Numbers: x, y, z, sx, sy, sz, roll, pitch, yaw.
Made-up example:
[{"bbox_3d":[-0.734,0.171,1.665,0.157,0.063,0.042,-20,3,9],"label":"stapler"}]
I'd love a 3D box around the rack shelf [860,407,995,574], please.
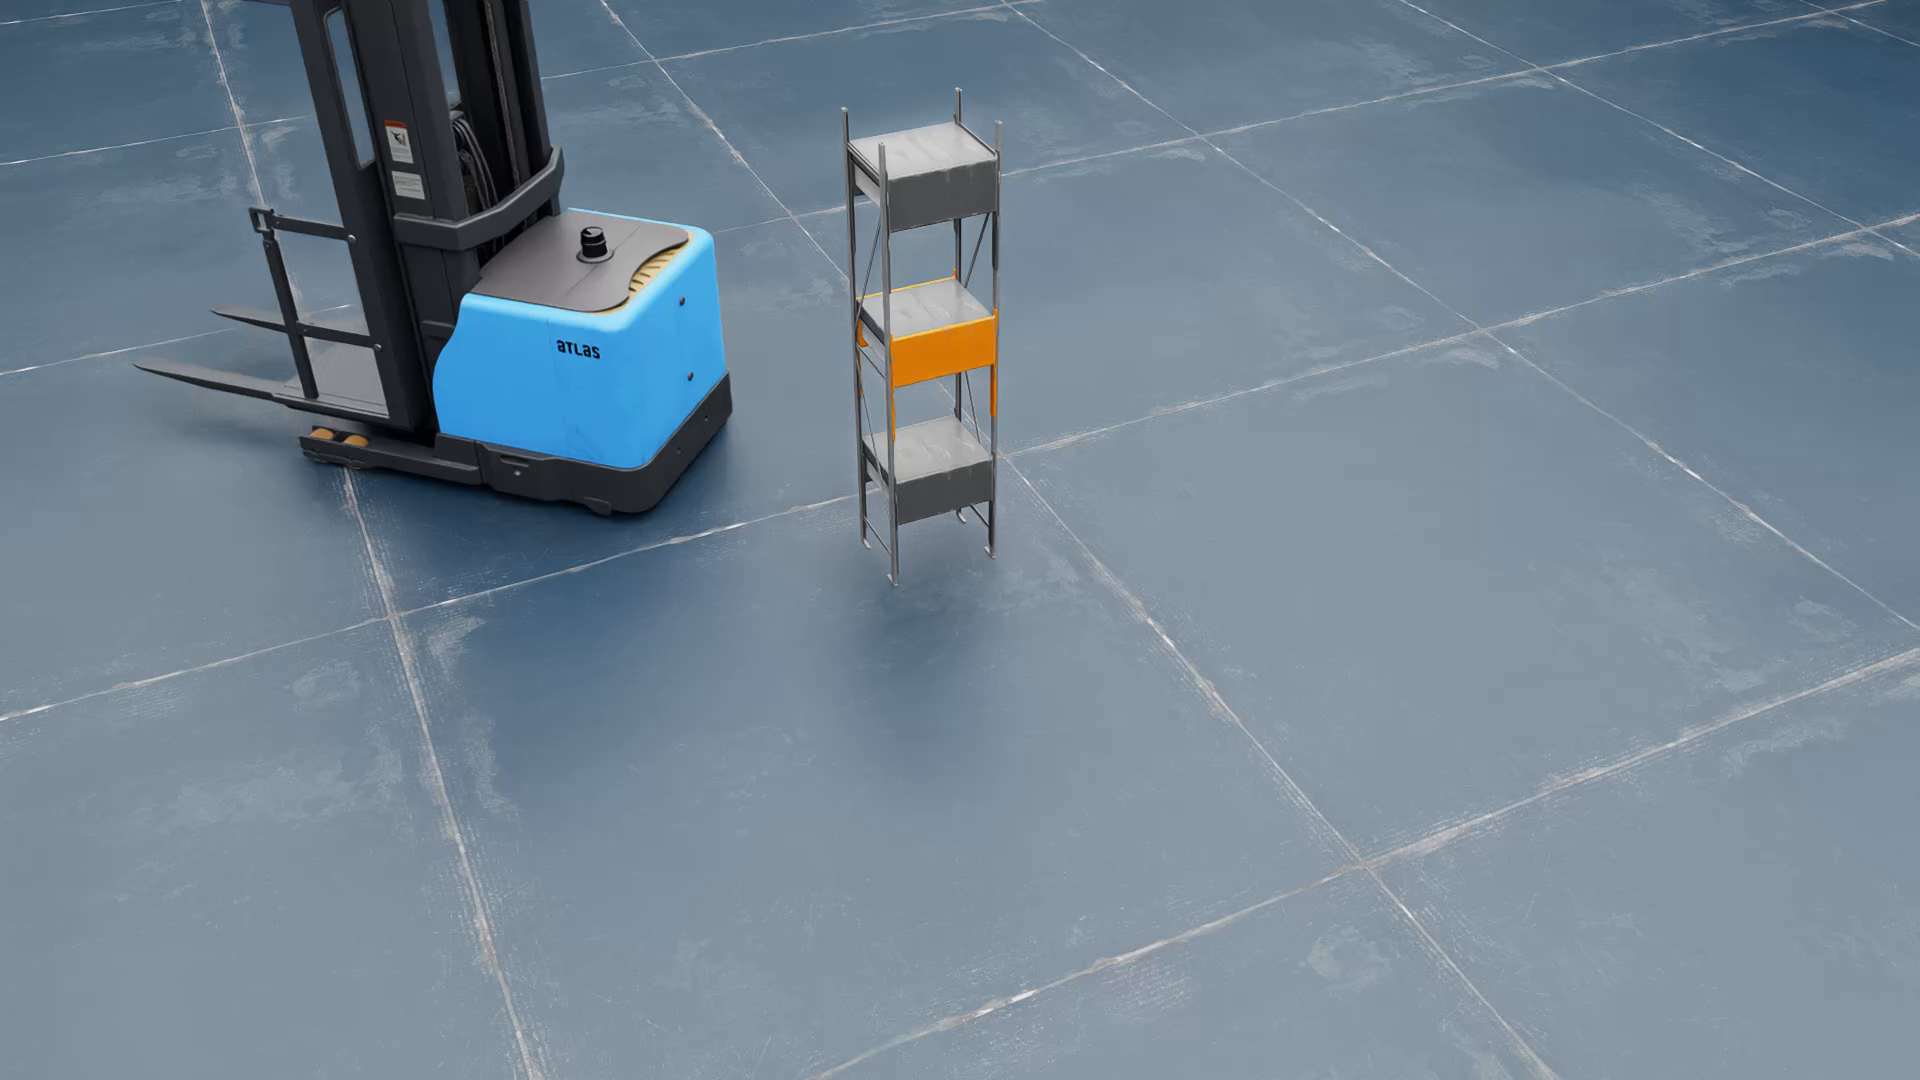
[{"bbox_3d":[-0.150,-0.228,7.493,0.480,0.518,0.431,-16,39,-20],"label":"rack shelf"}]

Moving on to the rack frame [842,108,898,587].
[{"bbox_3d":[-0.371,-0.740,6.985,0.015,2.100,0.400,-16,39,-20],"label":"rack frame"}]

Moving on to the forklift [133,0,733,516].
[{"bbox_3d":[-2.740,-1.811,7.731,3.031,2.935,1.130,11,38,15],"label":"forklift"}]

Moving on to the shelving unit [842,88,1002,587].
[{"bbox_3d":[-0.150,-0.801,7.068,0.503,2.100,0.431,-16,39,-20],"label":"shelving unit"}]

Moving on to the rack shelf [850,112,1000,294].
[{"bbox_3d":[-0.150,-1.353,6.659,0.480,0.518,0.431,-16,39,-20],"label":"rack shelf"}]

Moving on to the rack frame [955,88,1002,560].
[{"bbox_3d":[0.071,-0.863,7.151,0.015,2.100,0.400,-16,39,-20],"label":"rack frame"}]

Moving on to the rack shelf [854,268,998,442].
[{"bbox_3d":[-0.150,-0.790,7.076,0.480,0.518,0.431,-16,39,-20],"label":"rack shelf"}]
